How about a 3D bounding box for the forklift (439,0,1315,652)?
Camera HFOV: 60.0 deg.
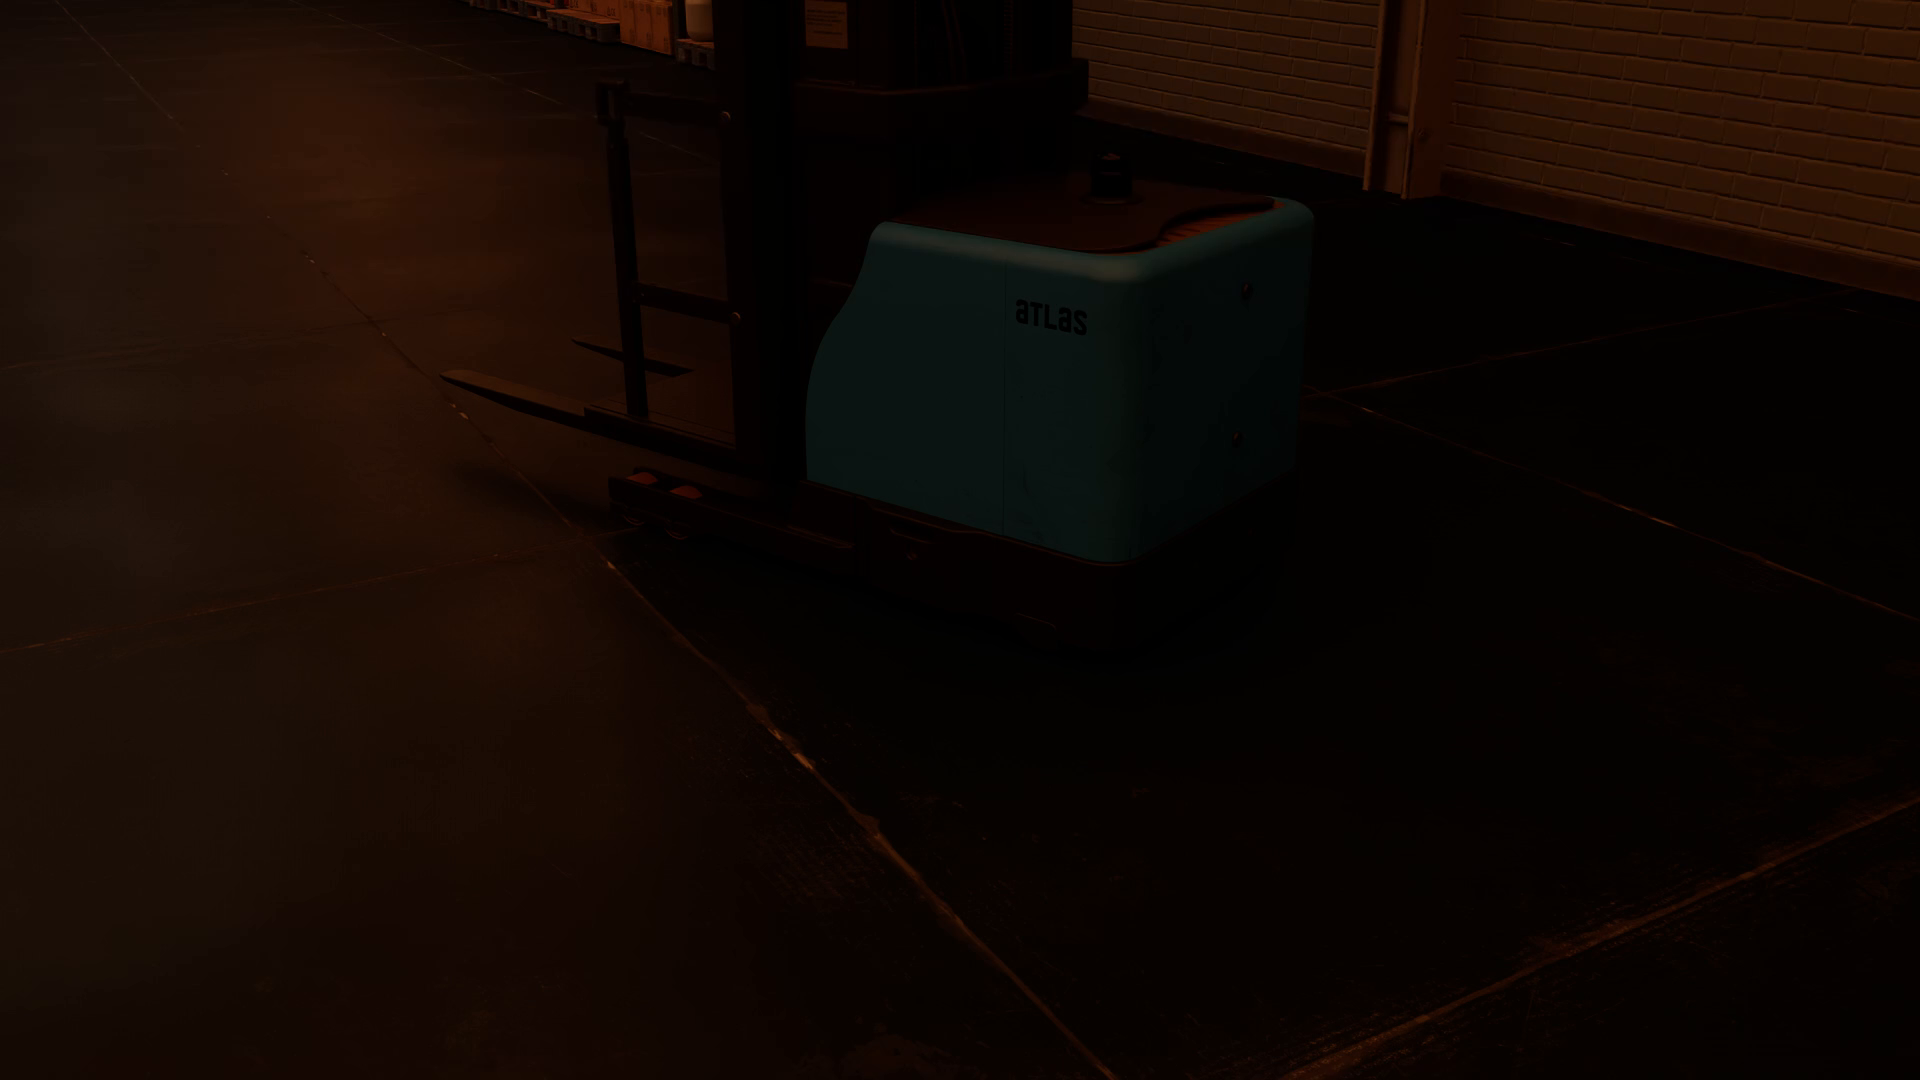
[{"bbox_3d":[-0.481,-1.497,4.922,3.031,2.935,1.130,16,27,34],"label":"forklift"}]
